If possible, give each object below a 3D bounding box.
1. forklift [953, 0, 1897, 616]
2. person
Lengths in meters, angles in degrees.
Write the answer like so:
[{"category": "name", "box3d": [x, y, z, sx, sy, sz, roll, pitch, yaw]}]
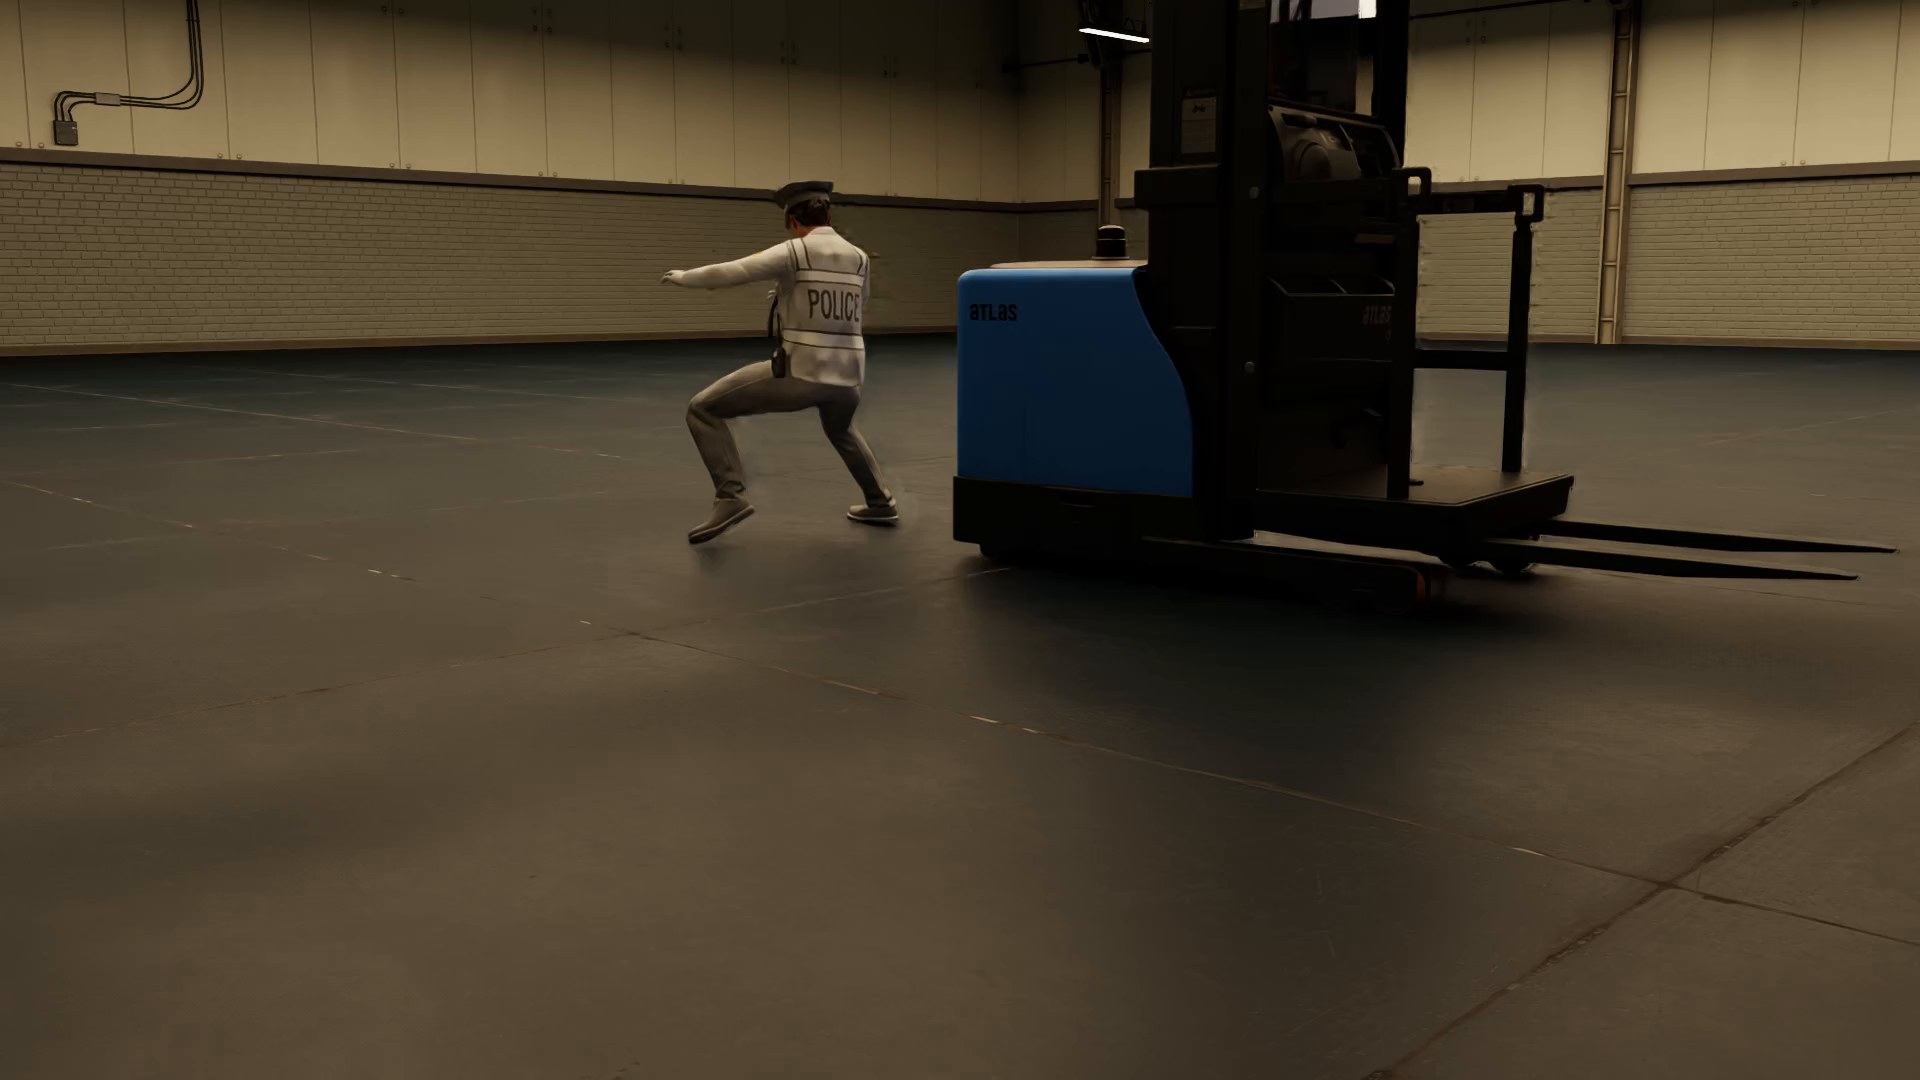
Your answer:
[{"category": "forklift", "box3d": [1.448, -1.303, 5.527, 3.031, 2.935, 1.130, 7, 11, 37]}, {"category": "person", "box3d": [-0.673, -0.726, 6.731, 1.060, 1.423, 0.669, -6, 11, -36]}]
